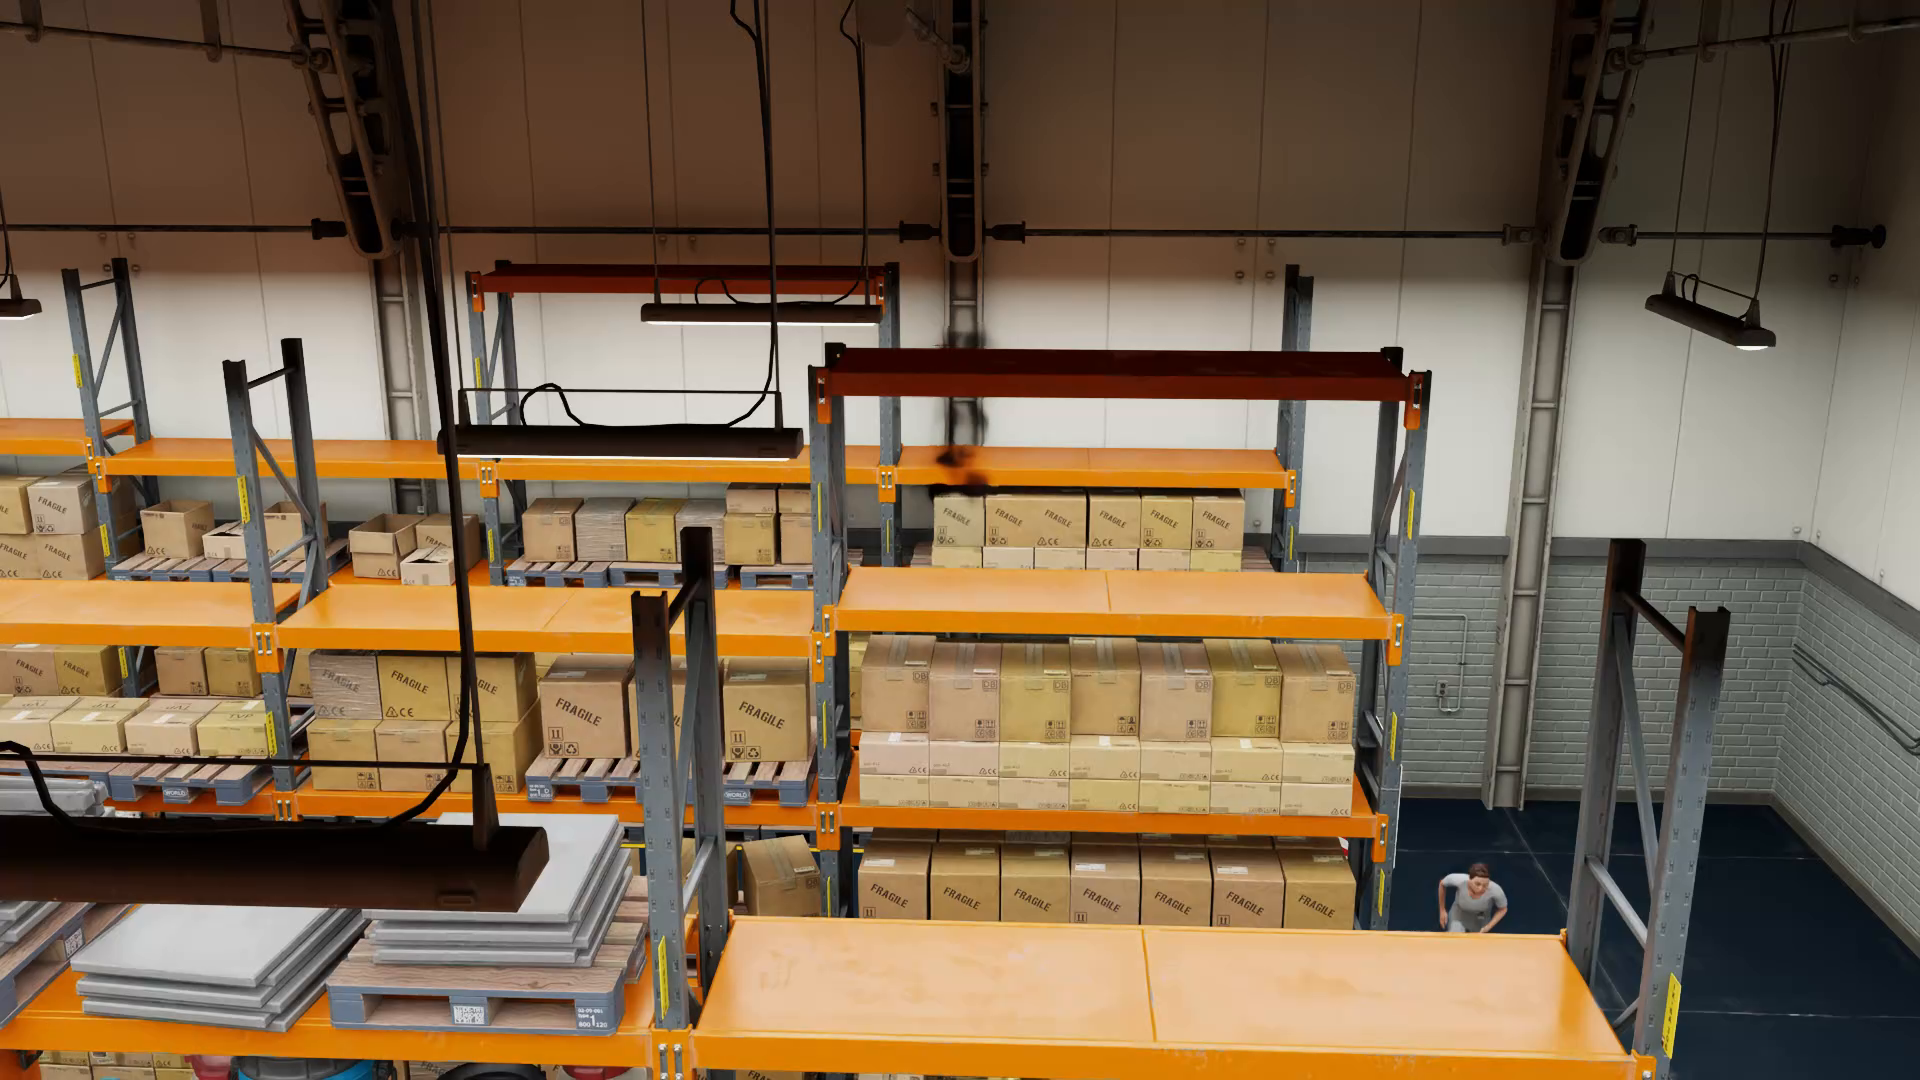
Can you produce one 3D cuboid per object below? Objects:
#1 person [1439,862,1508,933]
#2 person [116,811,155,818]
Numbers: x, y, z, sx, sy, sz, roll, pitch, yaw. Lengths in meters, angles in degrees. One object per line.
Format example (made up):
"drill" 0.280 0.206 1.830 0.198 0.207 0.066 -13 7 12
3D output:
"person" 4.443 3.331 14.518 0.567 1.524 1.030 4 17 12
"person" -7.889 2.953 15.636 0.667 1.592 0.587 -3 16 -10
